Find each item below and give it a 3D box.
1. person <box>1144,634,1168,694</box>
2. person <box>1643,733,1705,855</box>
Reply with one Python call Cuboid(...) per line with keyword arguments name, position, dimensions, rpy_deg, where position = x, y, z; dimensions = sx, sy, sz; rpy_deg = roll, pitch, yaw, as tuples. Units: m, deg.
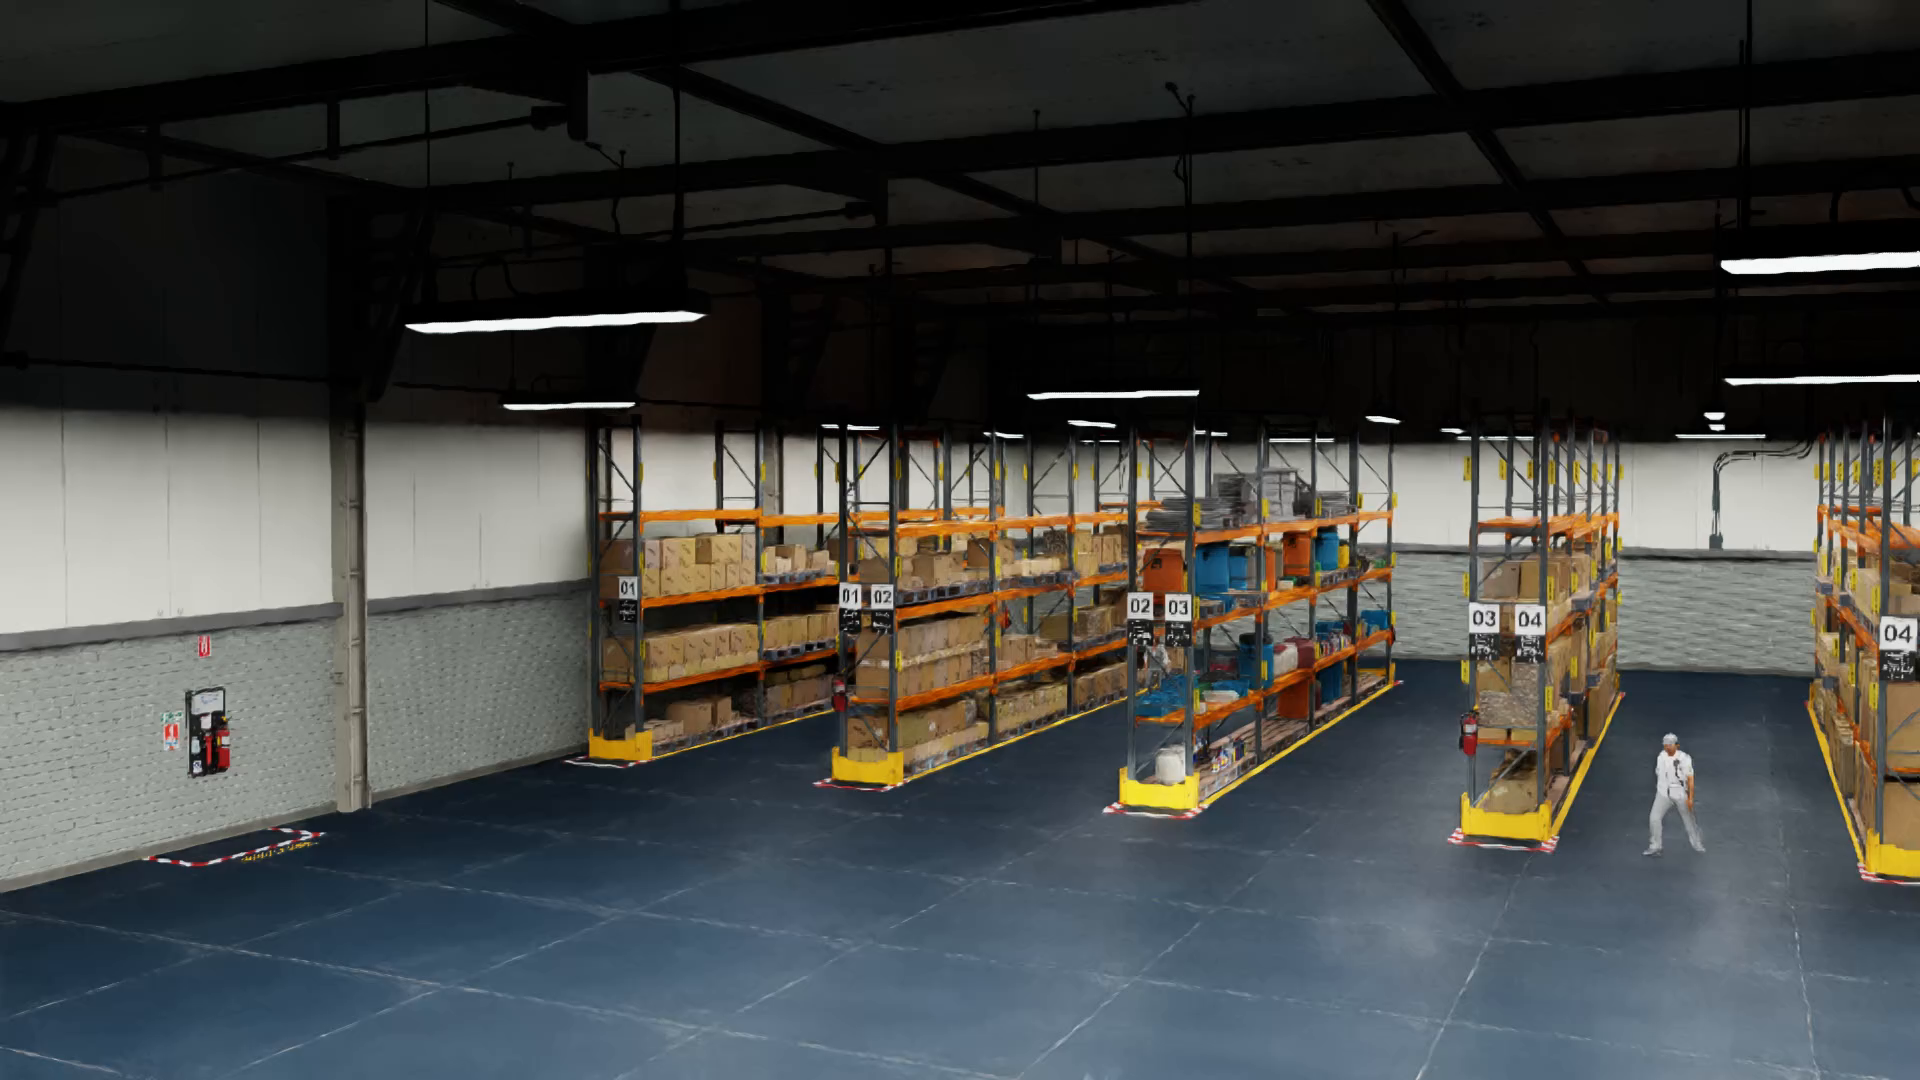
Cuboid(name="person", position=(4.203, 2.771, 35.672), dimensions=(0.566, 1.541, 0.519), rpy_deg=(1, 3, 22))
Cuboid(name="person", position=(9.345, 3.306, 21.693), dimensions=(0.944, 1.600, 0.531), rpy_deg=(-2, 3, -44))
